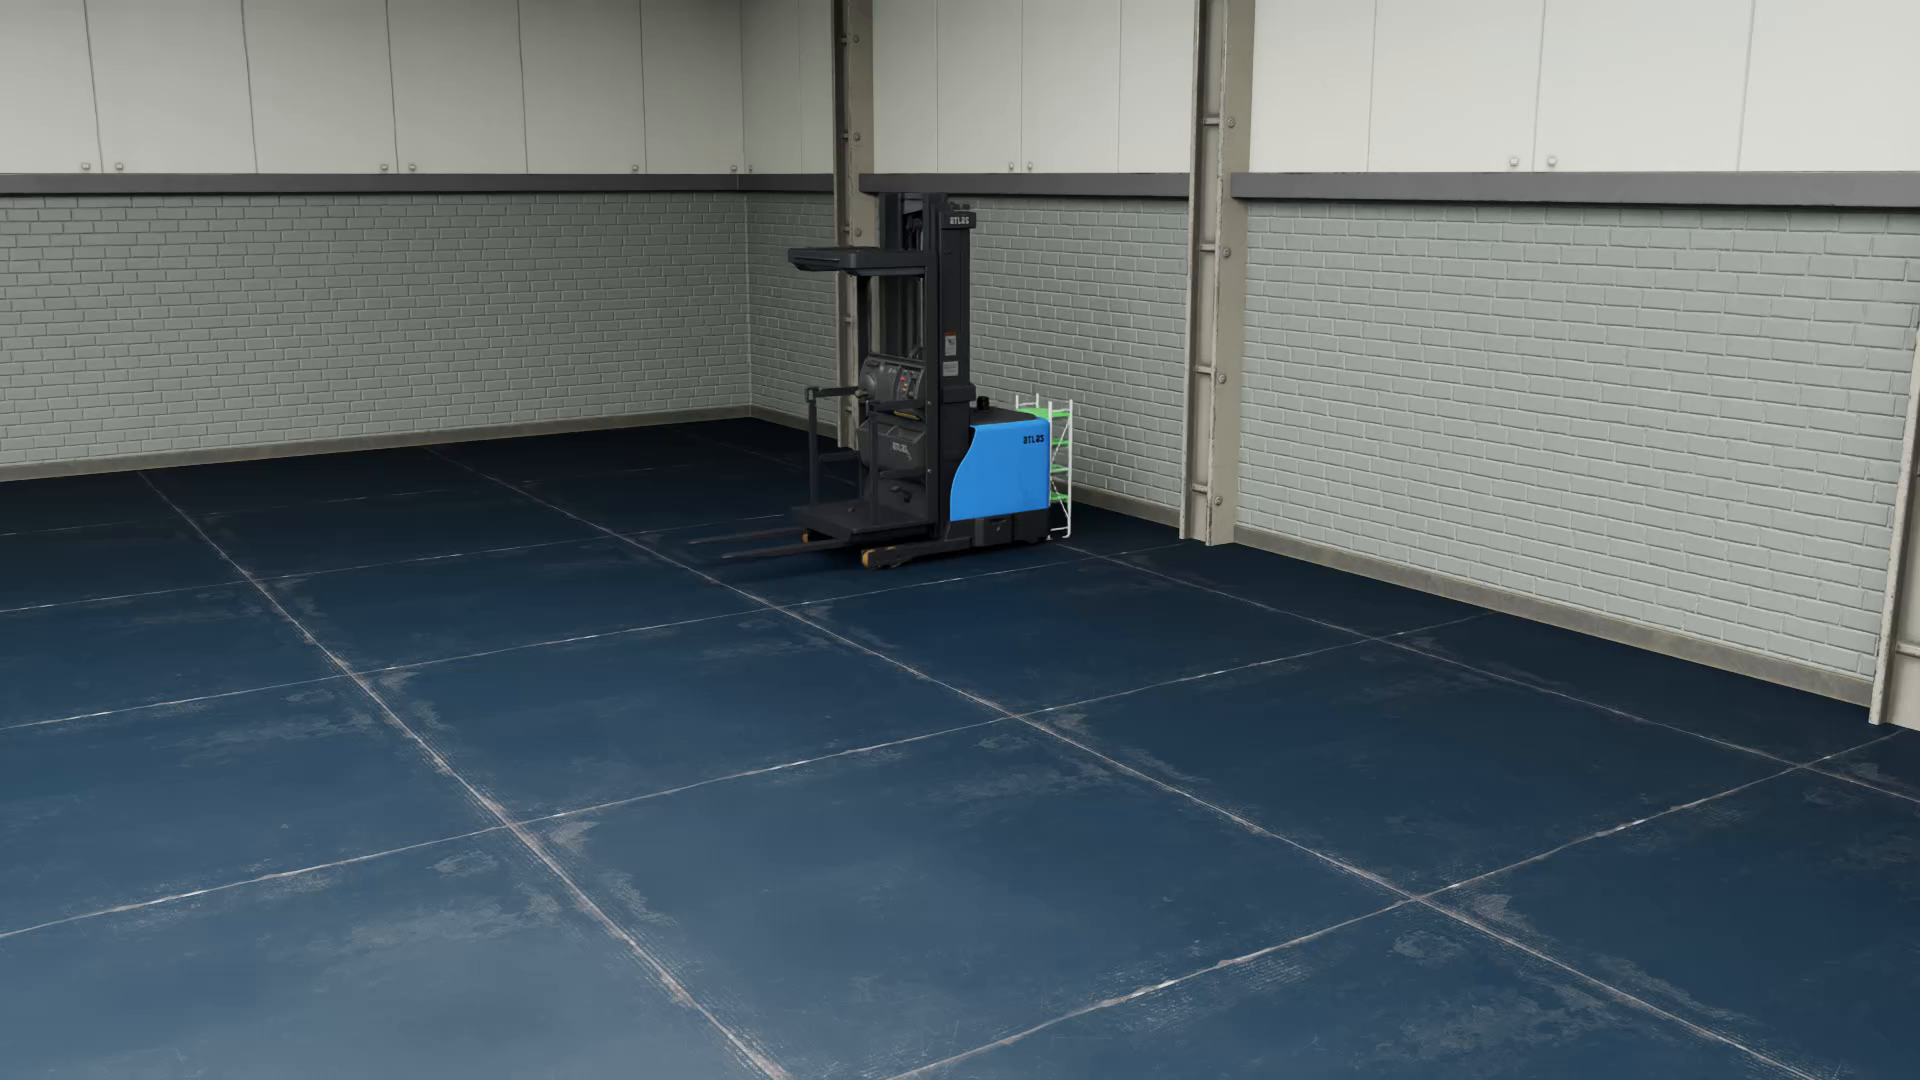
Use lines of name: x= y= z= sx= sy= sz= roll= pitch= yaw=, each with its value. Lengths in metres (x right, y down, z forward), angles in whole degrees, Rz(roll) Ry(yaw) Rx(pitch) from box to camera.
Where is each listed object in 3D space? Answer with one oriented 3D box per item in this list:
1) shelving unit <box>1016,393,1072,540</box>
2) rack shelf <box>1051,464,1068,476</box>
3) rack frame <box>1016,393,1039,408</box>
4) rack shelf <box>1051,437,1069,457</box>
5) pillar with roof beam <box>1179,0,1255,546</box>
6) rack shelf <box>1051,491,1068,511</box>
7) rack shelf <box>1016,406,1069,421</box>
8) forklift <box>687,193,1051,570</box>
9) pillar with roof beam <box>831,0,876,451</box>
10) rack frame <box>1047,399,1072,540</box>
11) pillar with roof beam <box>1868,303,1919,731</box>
shelving unit: x=0.723 y=-0.646 z=14.508 sx=0.258 sy=1.200 sz=0.503 roll=-8 pitch=15 yaw=-33
rack shelf: x=0.723 y=-0.584 z=14.521 sx=0.258 sy=0.148 sz=0.480 roll=-8 pitch=15 yaw=-33
rack frame: x=0.589 y=-0.690 z=14.707 sx=0.240 sy=1.200 sz=0.015 roll=-8 pitch=15 yaw=-33
rack shelf: x=0.724 y=-0.819 z=14.470 sx=0.258 sy=0.148 sz=0.480 roll=-8 pitch=15 yaw=-33
pillar with roof beam: x=-1.446 y=-3.889 z=11.080 sx=9.100 sy=9.000 sz=0.400 roll=-8 pitch=15 yaw=-33
rack shelf: x=0.723 y=-0.349 z=14.572 sx=0.258 sy=0.148 sz=0.480 roll=-8 pitch=15 yaw=-33
rack shelf: x=0.724 y=-1.053 z=14.419 sx=0.258 sy=0.148 sz=0.480 roll=-8 pitch=15 yaw=-33
forklift: x=-0.735 y=-1.319 z=13.531 sx=3.031 sy=2.935 sz=1.130 roll=-8 pitch=15 yaw=-33
pillar with roof beam: x=-4.770 y=-4.956 z=15.960 sx=9.100 sy=9.000 sz=0.400 roll=-8 pitch=15 yaw=-33
rack frame: x=0.858 y=-0.603 z=14.309 sx=0.240 sy=1.200 sz=0.015 roll=-8 pitch=15 yaw=-33
pillar with roof beam: x=1.879 y=-2.822 z=6.200 sx=9.100 sy=9.000 sz=0.400 roll=-8 pitch=15 yaw=-33
